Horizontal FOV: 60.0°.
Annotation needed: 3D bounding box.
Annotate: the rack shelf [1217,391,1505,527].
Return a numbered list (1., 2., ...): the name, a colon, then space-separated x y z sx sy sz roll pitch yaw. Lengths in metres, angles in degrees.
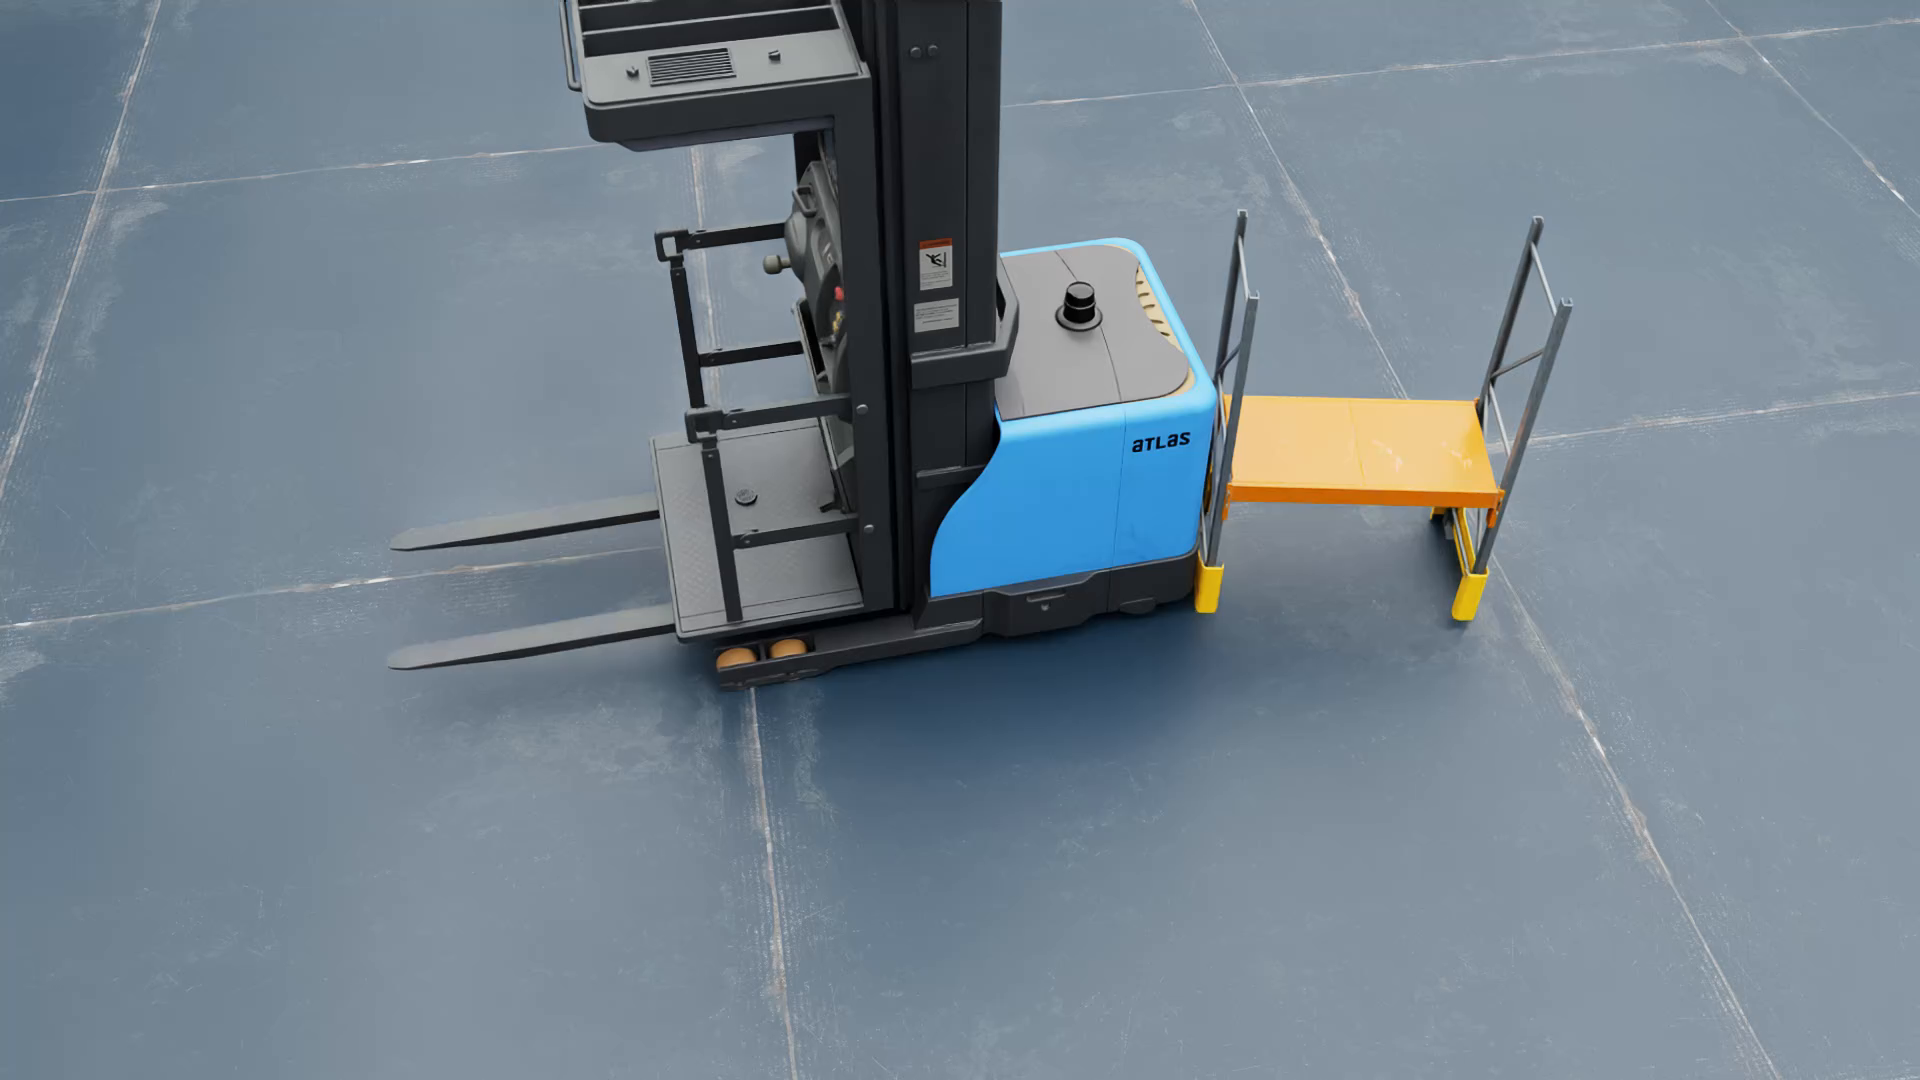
1. rack shelf: 1.478 -0.309 6.256 1.000 0.185 0.538 2 46 2

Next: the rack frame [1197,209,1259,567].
1. rack frame: 0.970 -0.448 6.140 0.032 1.500 0.500 2 46 2

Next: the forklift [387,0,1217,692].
1. forklift: -0.662 -0.876 5.559 3.031 2.935 1.130 -9 47 -9

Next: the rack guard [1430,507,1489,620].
1. rack guard: 1.967 0.013 6.564 0.087 0.250 0.587 2 46 2

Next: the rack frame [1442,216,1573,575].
1. rack frame: 1.986 -0.420 6.113 0.032 1.500 0.500 2 46 2

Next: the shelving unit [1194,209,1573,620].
1. shelving unit: 1.469 -0.434 6.127 1.083 1.500 0.587 2 46 2

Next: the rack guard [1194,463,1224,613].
1. rack guard: 0.971 -0.014 6.590 0.087 0.250 0.587 2 46 2
